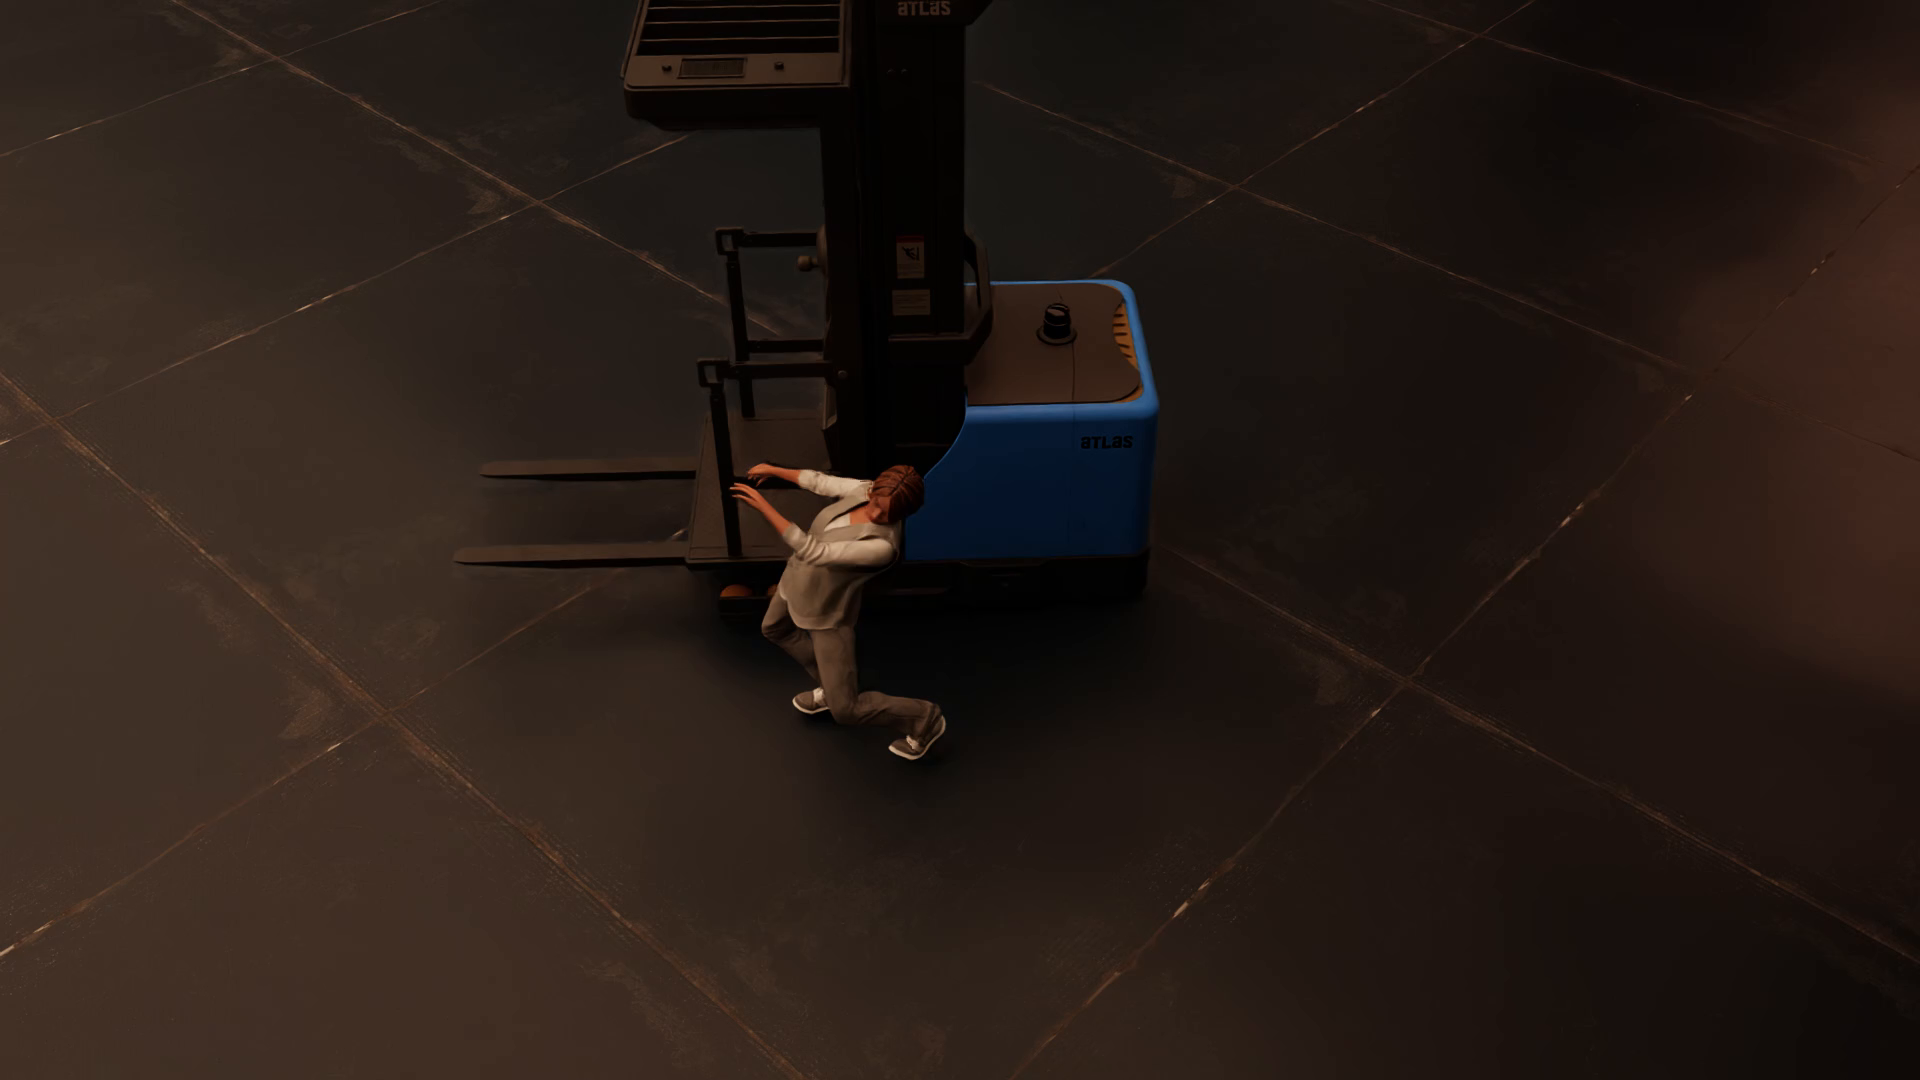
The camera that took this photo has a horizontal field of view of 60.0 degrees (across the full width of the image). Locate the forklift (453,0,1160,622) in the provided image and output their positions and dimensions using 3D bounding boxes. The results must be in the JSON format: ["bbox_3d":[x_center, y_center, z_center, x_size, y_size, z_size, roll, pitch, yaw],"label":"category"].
[{"bbox_3d":[-0.707,-1.109,6.721,3.031,2.935,1.130,-2,41,-2],"label":"forklift"}]

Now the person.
[{"bbox_3d":[-0.533,0.183,6.391,0.686,1.366,0.917,-18,44,-20],"label":"person"}]
